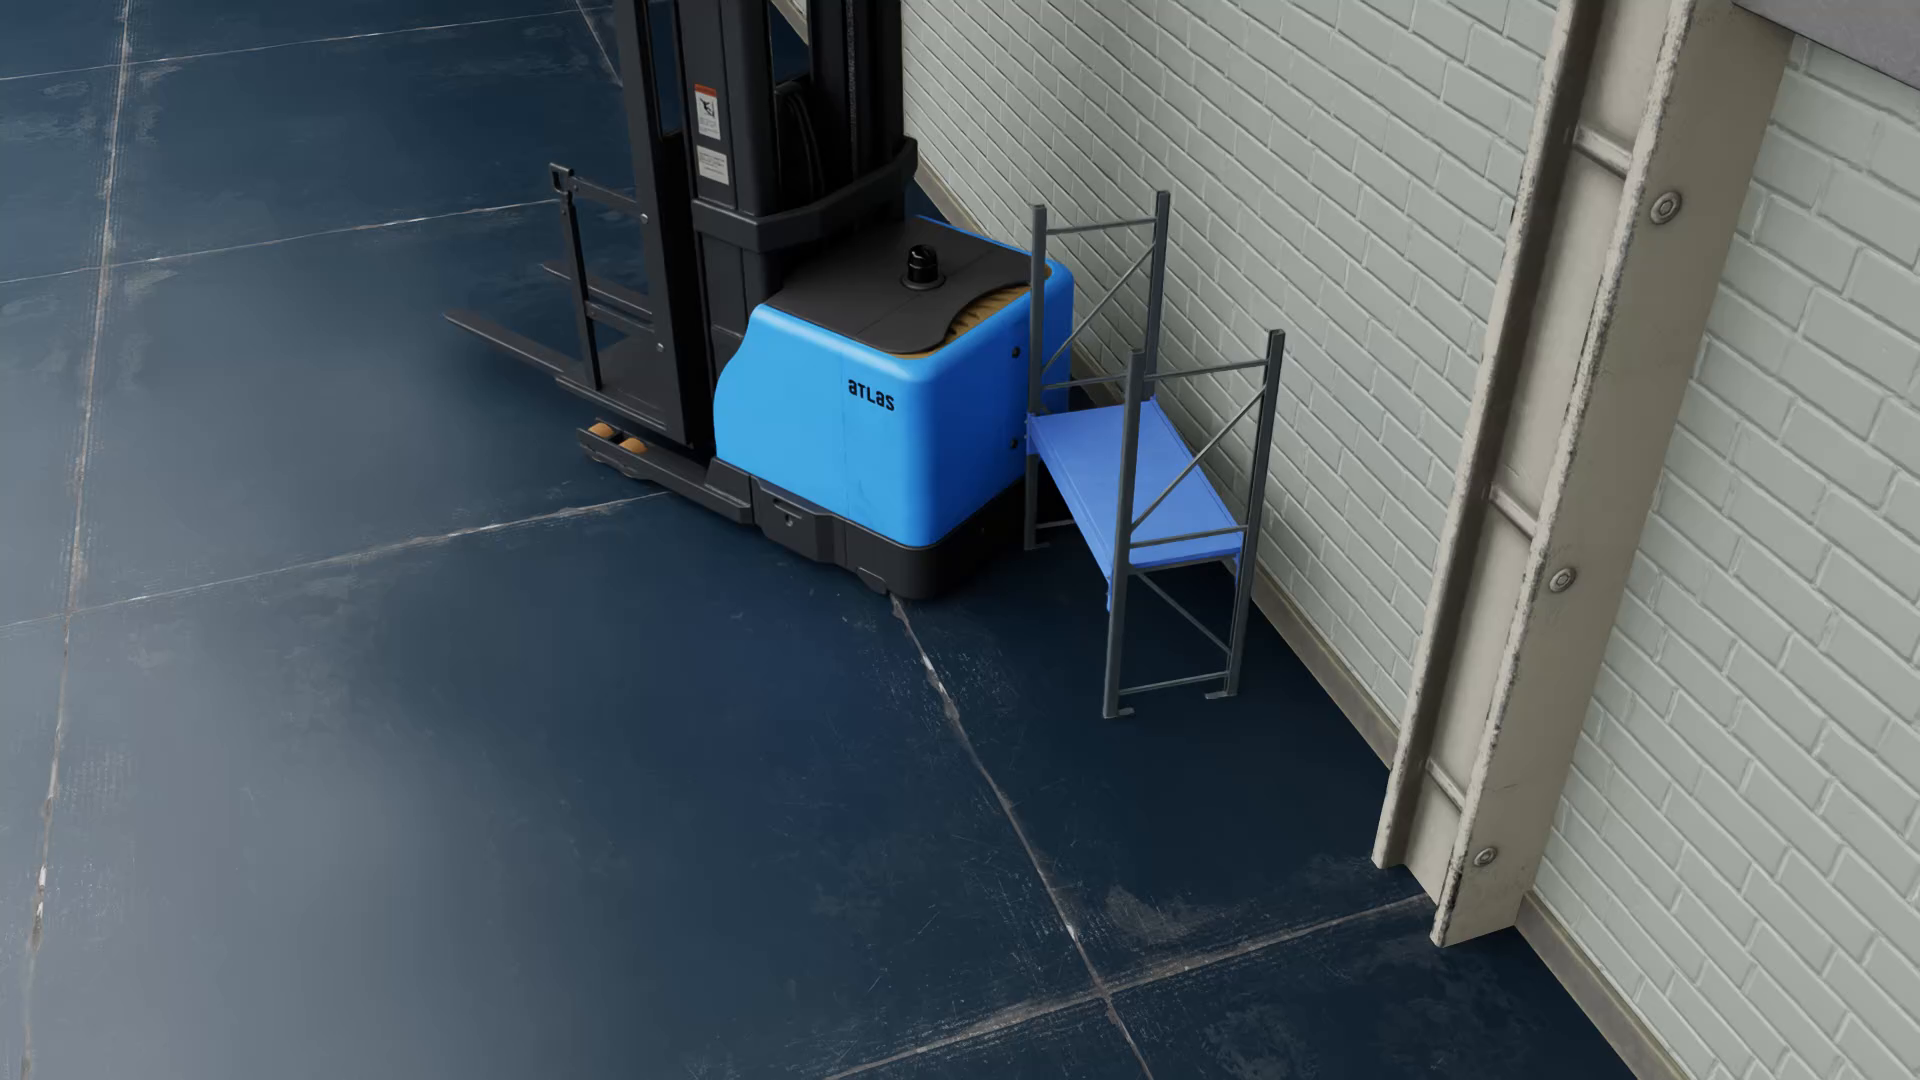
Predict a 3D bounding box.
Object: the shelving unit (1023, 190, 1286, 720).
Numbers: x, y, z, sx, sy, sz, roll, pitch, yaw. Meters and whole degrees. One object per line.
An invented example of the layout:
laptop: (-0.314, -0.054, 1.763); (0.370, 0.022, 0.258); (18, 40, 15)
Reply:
shelving unit: (0.627, -0.303, 5.906); (0.538, 1.500, 1.048); (-9, 38, -11)

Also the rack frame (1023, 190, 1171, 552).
rack frame: (0.500, -0.599, 6.299); (0.500, 1.500, 0.032); (-9, 38, -11)

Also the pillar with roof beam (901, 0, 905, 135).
pillar with roof beam: (-4.565, -4.986, 5.890); (9.100, 9.000, 0.400); (-12, 39, -16)

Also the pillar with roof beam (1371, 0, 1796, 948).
pillar with roof beam: (-2.500, -1.596, 1.390); (9.100, 9.000, 0.400); (-12, 39, -16)

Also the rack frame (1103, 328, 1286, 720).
rack frame: (0.754, -0.007, 5.513); (0.500, 1.500, 0.032); (-9, 38, -11)

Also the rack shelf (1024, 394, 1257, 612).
rack shelf: (0.627, -0.159, 6.014); (0.538, 0.185, 1.000); (-9, 38, -11)

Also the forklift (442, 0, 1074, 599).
forklift: (-1.026, -1.664, 6.524); (3.031, 2.935, 1.130); (25, 43, 29)
